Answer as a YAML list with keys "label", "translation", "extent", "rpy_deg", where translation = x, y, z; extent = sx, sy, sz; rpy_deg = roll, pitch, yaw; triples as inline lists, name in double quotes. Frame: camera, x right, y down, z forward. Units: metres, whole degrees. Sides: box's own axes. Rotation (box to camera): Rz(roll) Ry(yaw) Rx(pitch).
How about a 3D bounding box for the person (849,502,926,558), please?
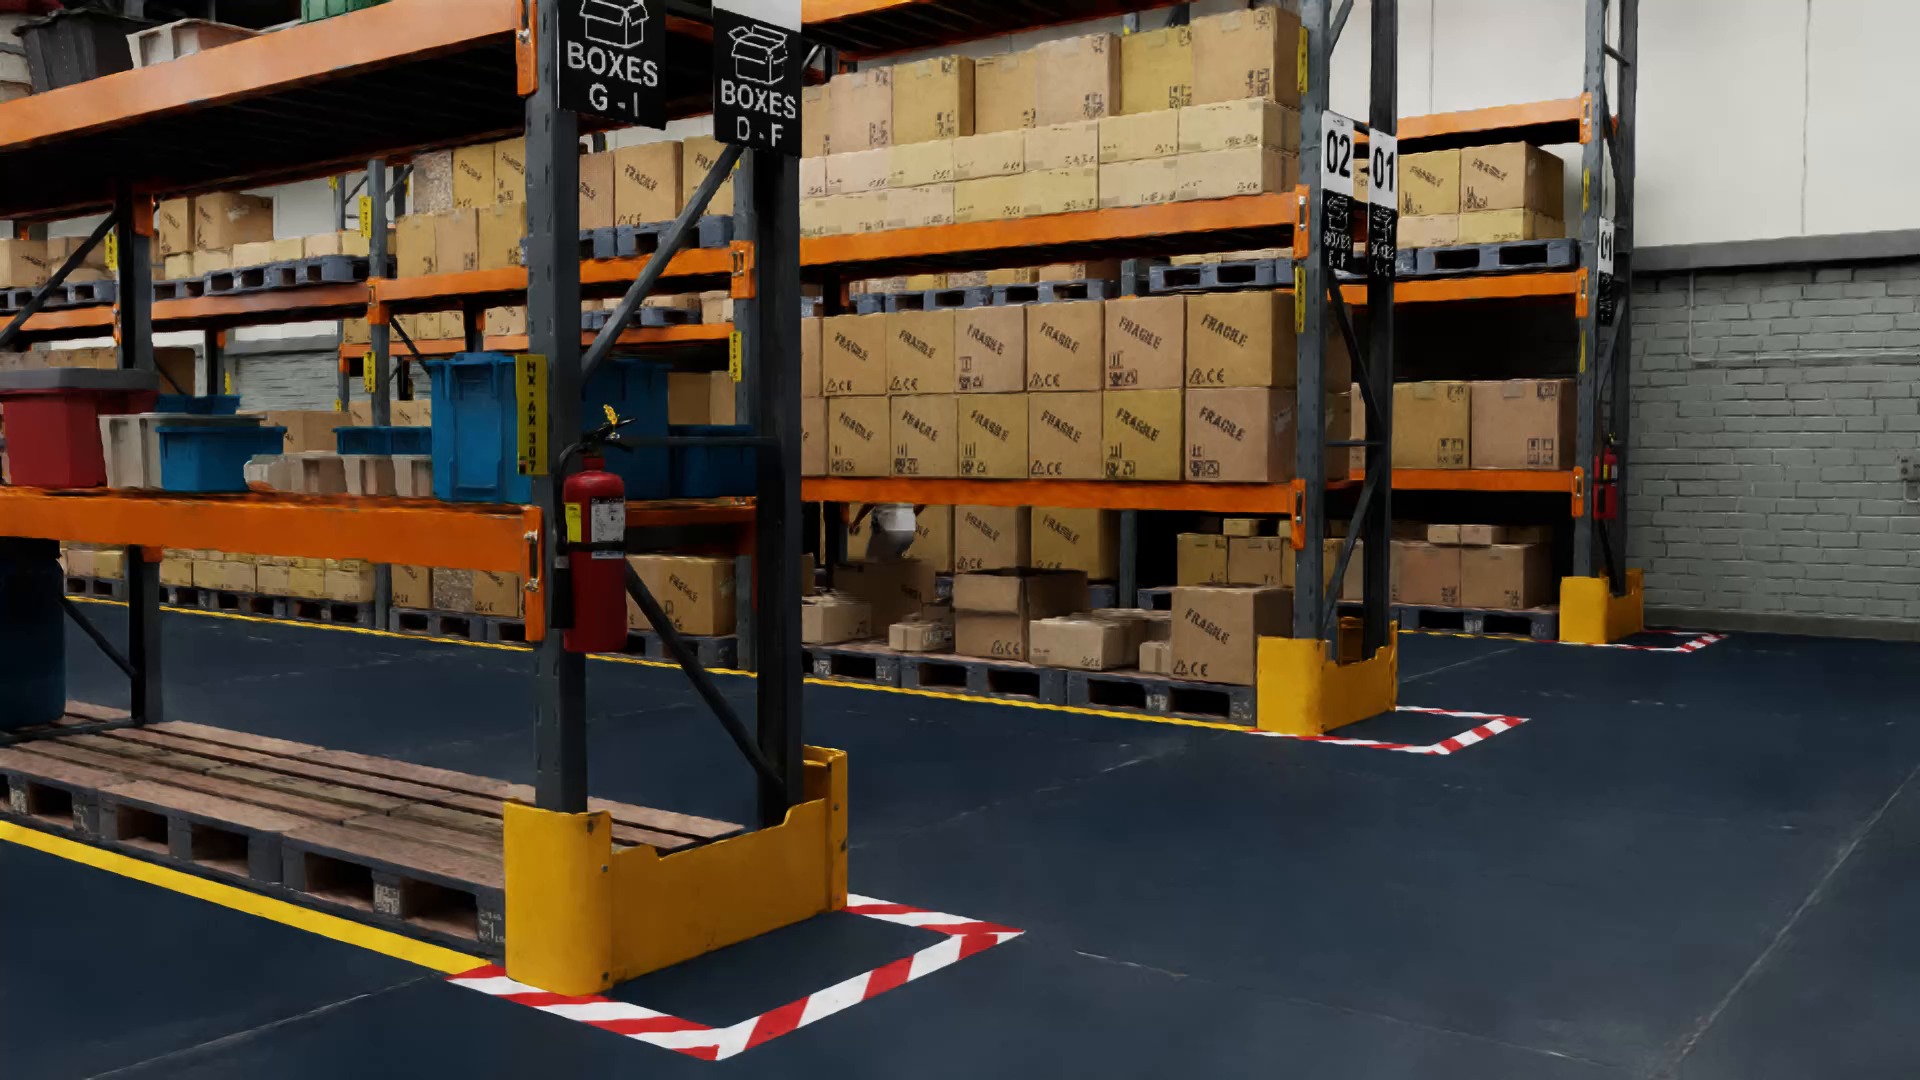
- label: "person"
  translation: [-0.577, -0.057, 12.672]
  extent: [0.467, 1.672, 0.639]
  rpy_deg: [2, 4, 30]
